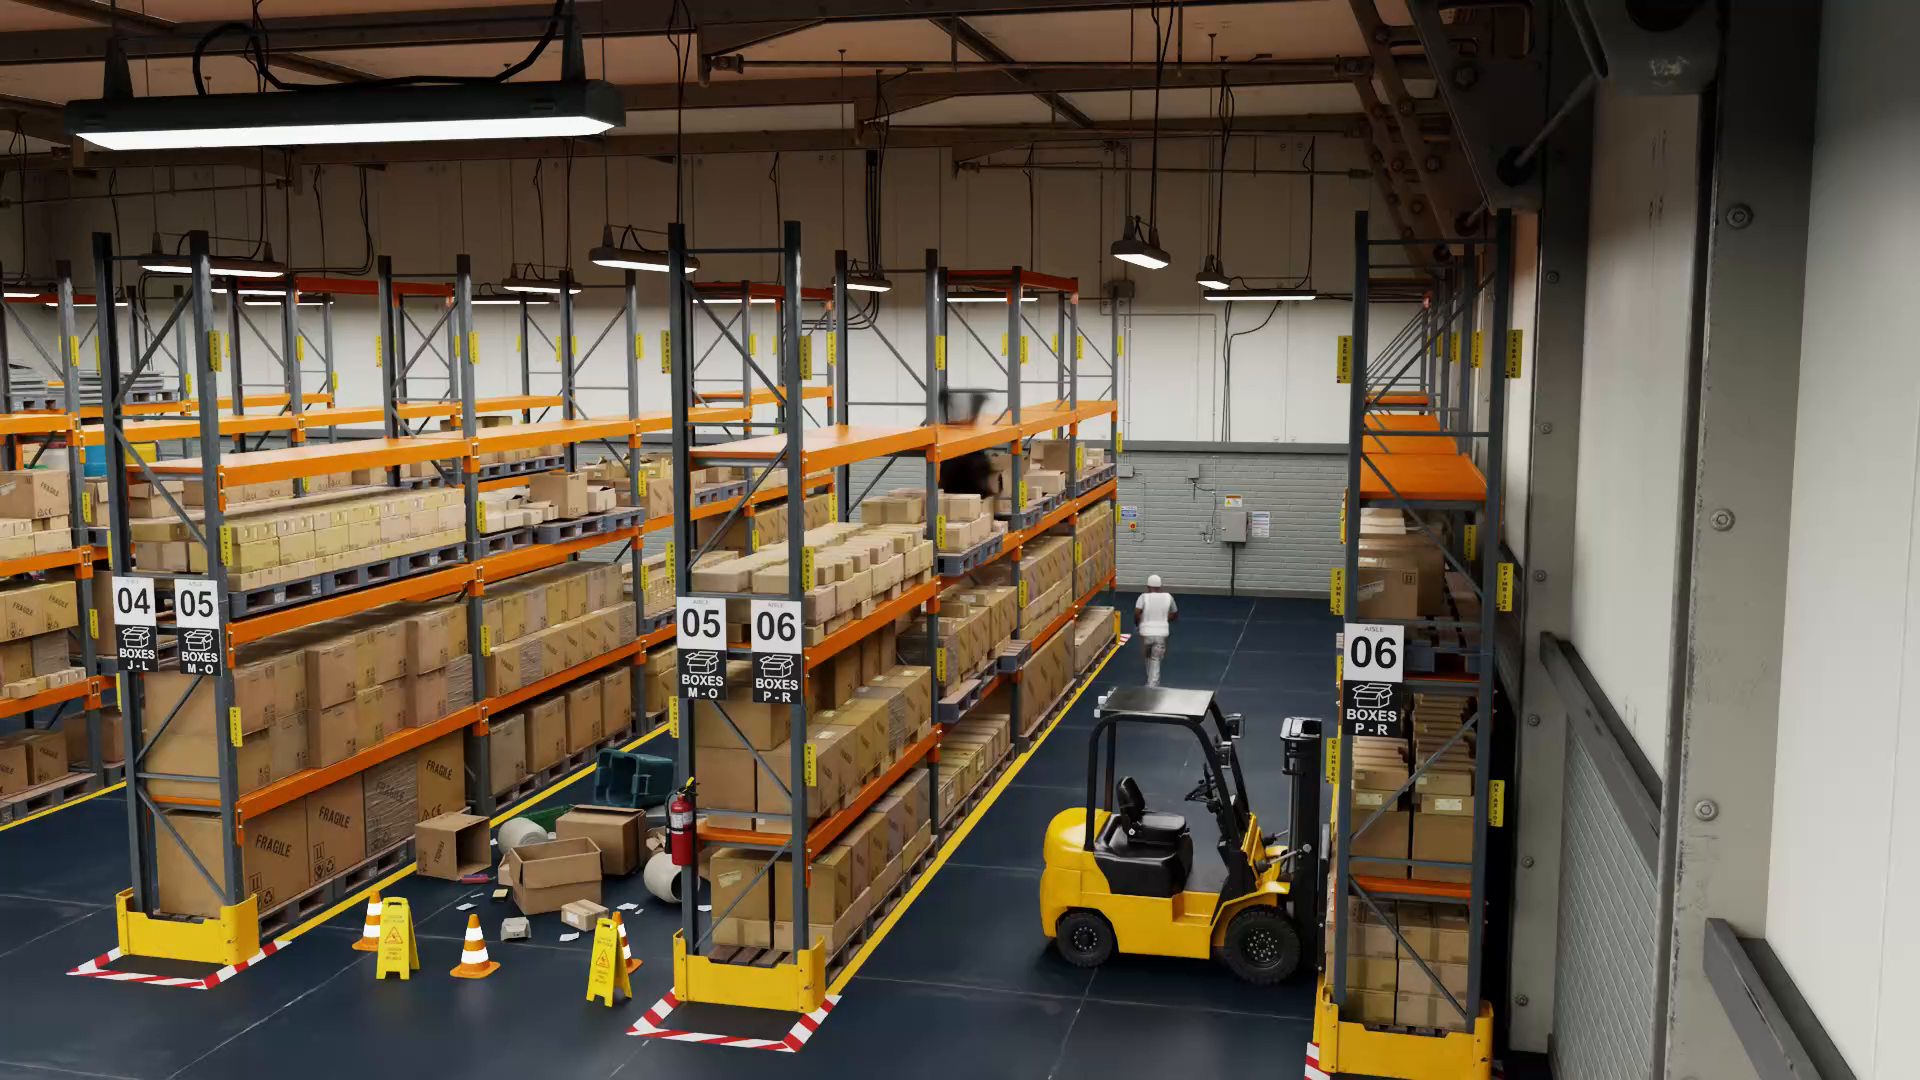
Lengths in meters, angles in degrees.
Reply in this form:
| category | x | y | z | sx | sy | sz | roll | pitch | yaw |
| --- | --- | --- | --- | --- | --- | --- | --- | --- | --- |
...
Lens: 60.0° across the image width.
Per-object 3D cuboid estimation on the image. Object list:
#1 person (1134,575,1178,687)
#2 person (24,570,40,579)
| category | x | y | z | sx | sy | sz | roll | pitch | yaw |
| --- | --- | --- | --- | --- | --- | --- | --- | --- | --- |
| person | 2.803 | 1.396 | 23.767 | 0.643 | 1.760 | 0.851 | 0 | 7 | 4 |
| person | -15.635 | 0.877 | 27.947 | 0.603 | 1.708 | 0.886 | 1 | 7 | 7 |
